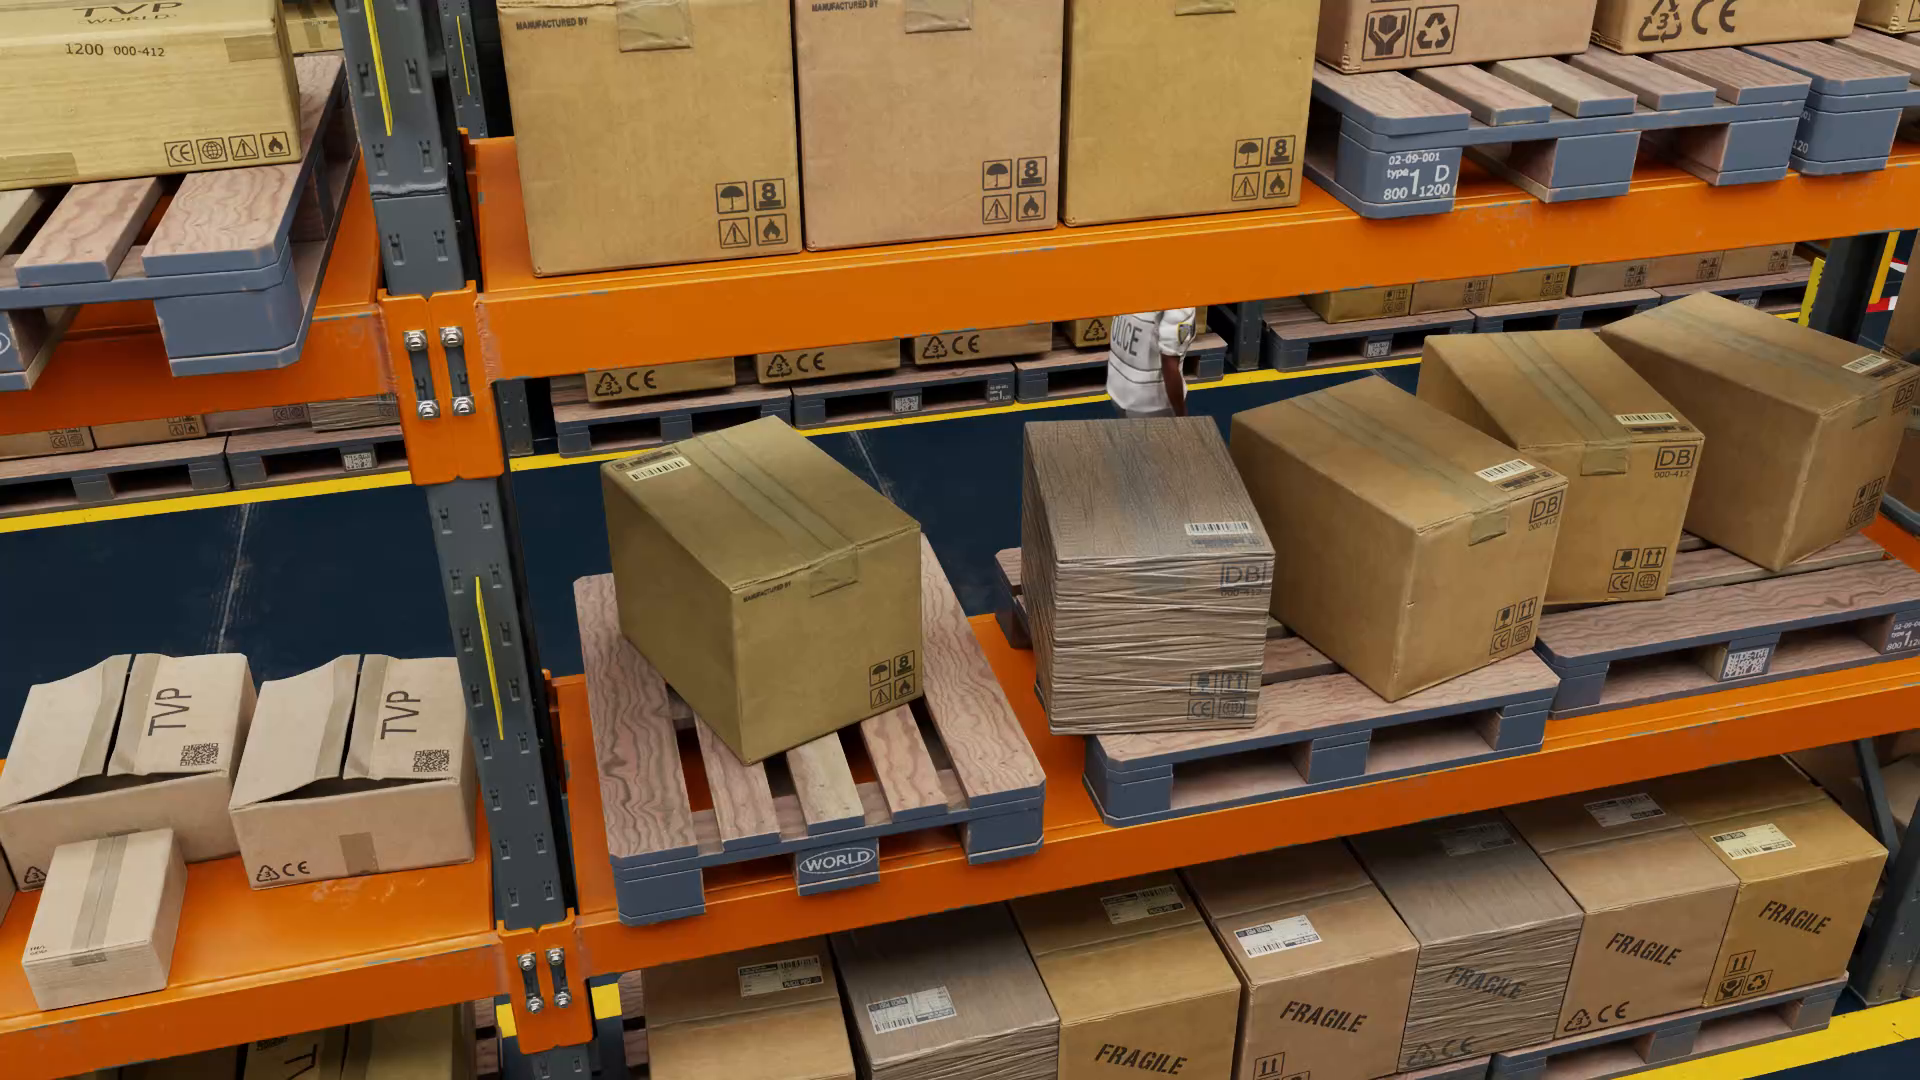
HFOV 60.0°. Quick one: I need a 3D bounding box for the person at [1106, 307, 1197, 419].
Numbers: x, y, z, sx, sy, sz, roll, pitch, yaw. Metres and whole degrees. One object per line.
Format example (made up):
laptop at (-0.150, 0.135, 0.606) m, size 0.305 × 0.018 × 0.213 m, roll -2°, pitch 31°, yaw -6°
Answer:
person at (0.847, -0.598, 7.147) m, size 0.397 × 1.661 × 0.531 m, roll -10°, pitch 32°, yaw -16°
